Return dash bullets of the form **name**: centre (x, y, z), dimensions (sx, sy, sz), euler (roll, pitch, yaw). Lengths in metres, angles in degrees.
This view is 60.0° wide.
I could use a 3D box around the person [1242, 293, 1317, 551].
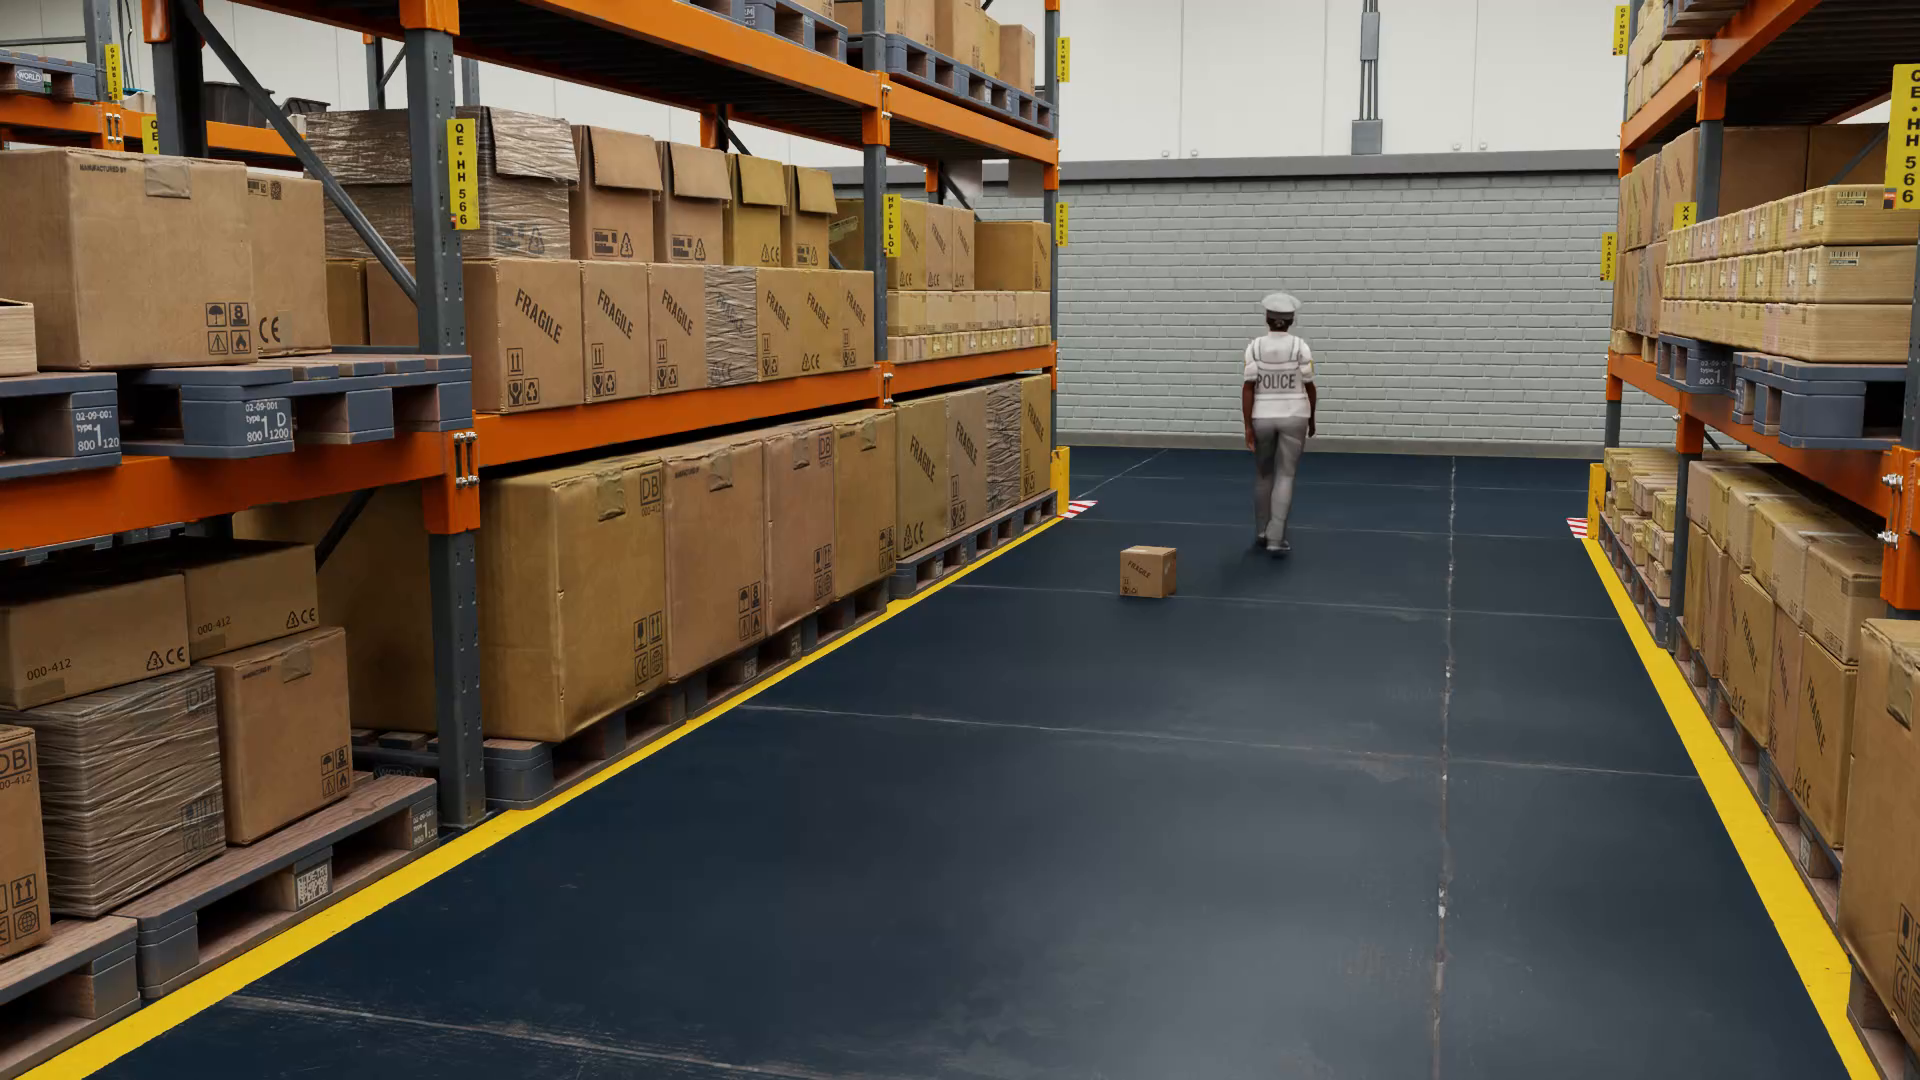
- **person**: centre (2.118, -0.781, 10.913), dimensions (0.445, 1.658, 0.818), euler (4, 9, 24)
